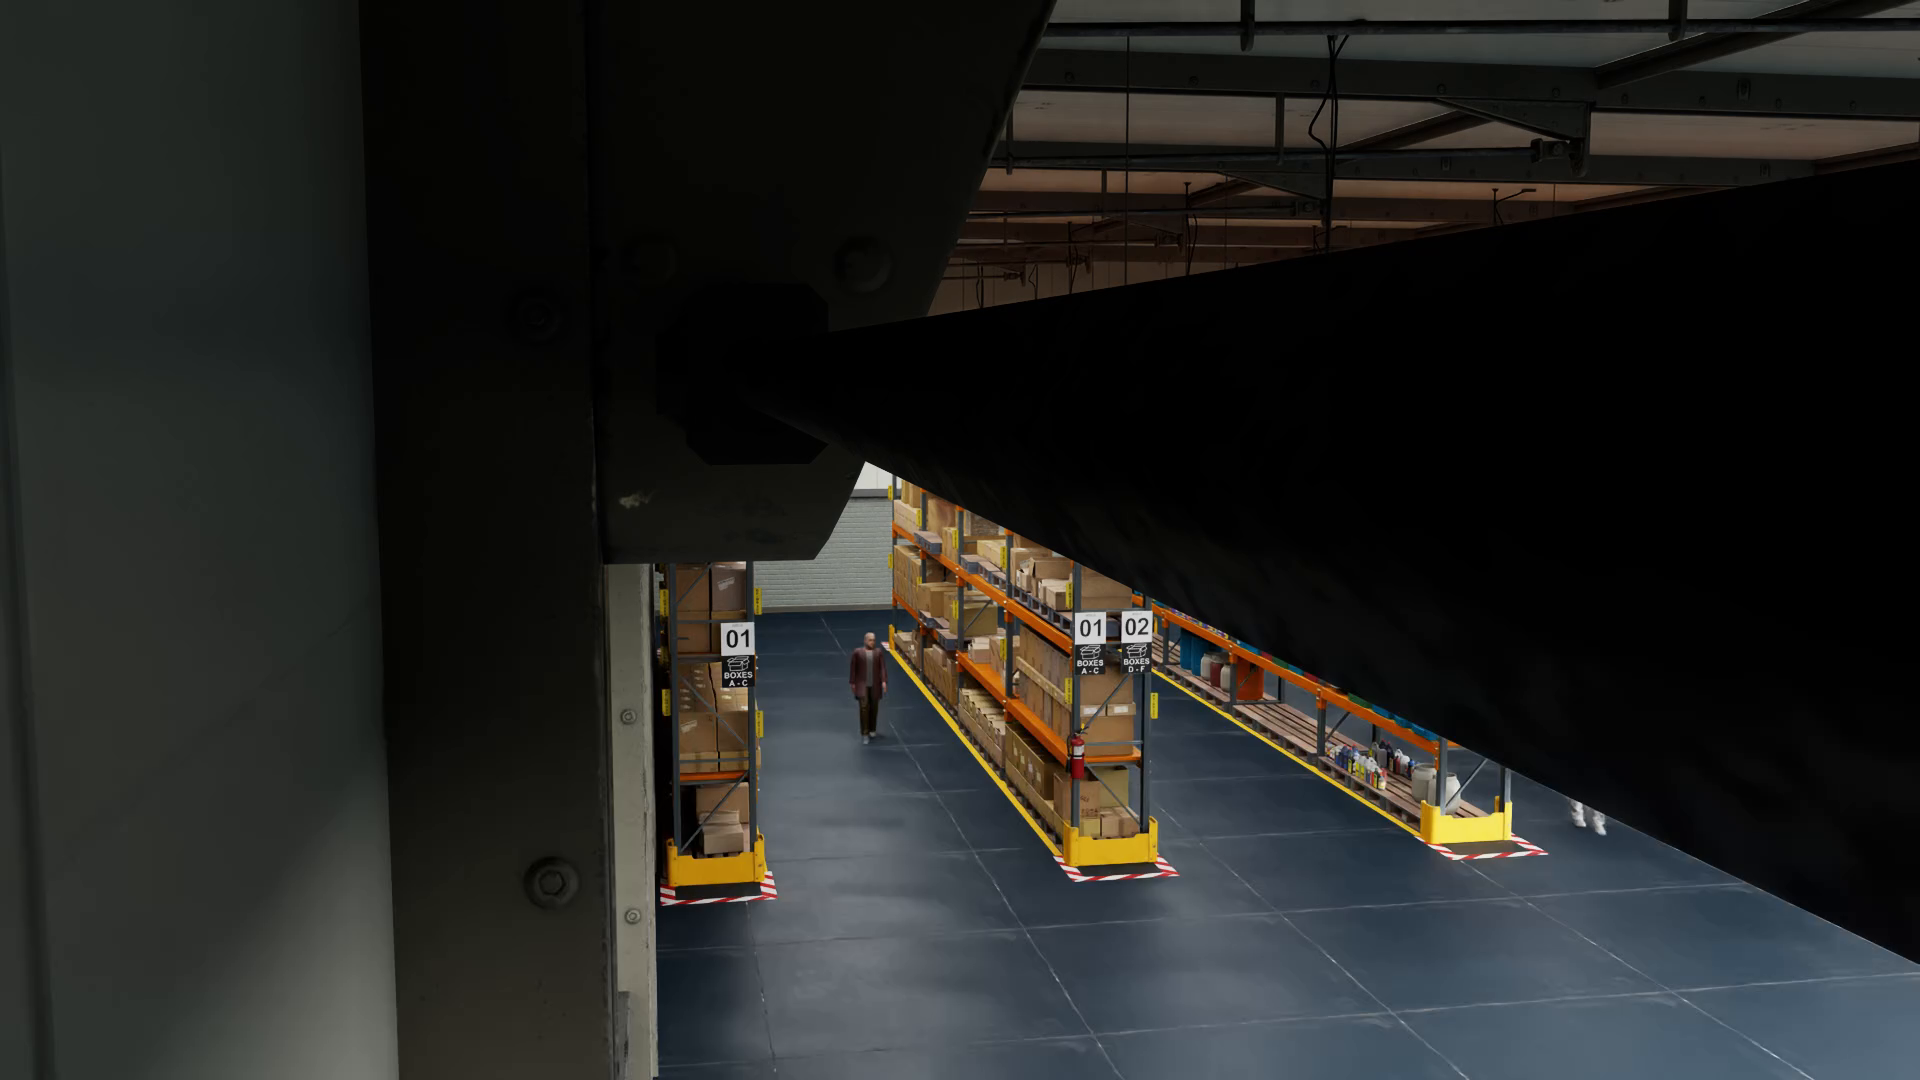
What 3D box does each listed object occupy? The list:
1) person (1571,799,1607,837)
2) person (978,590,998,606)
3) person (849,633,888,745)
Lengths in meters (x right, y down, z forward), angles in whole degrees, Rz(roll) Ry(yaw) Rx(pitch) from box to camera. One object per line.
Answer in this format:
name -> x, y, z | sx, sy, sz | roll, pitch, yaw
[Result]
person -> 8.426, 3.035, 22.435 | 0.638, 1.815, 0.557 | 2, 7, 22
person -> 0.718, 1.375, 38.621 | 0.594, 1.581, 0.698 | 0, 6, 0
person -> -1.502, 2.471, 27.740 | 0.607, 1.812, 0.740 | -2, 6, -16
